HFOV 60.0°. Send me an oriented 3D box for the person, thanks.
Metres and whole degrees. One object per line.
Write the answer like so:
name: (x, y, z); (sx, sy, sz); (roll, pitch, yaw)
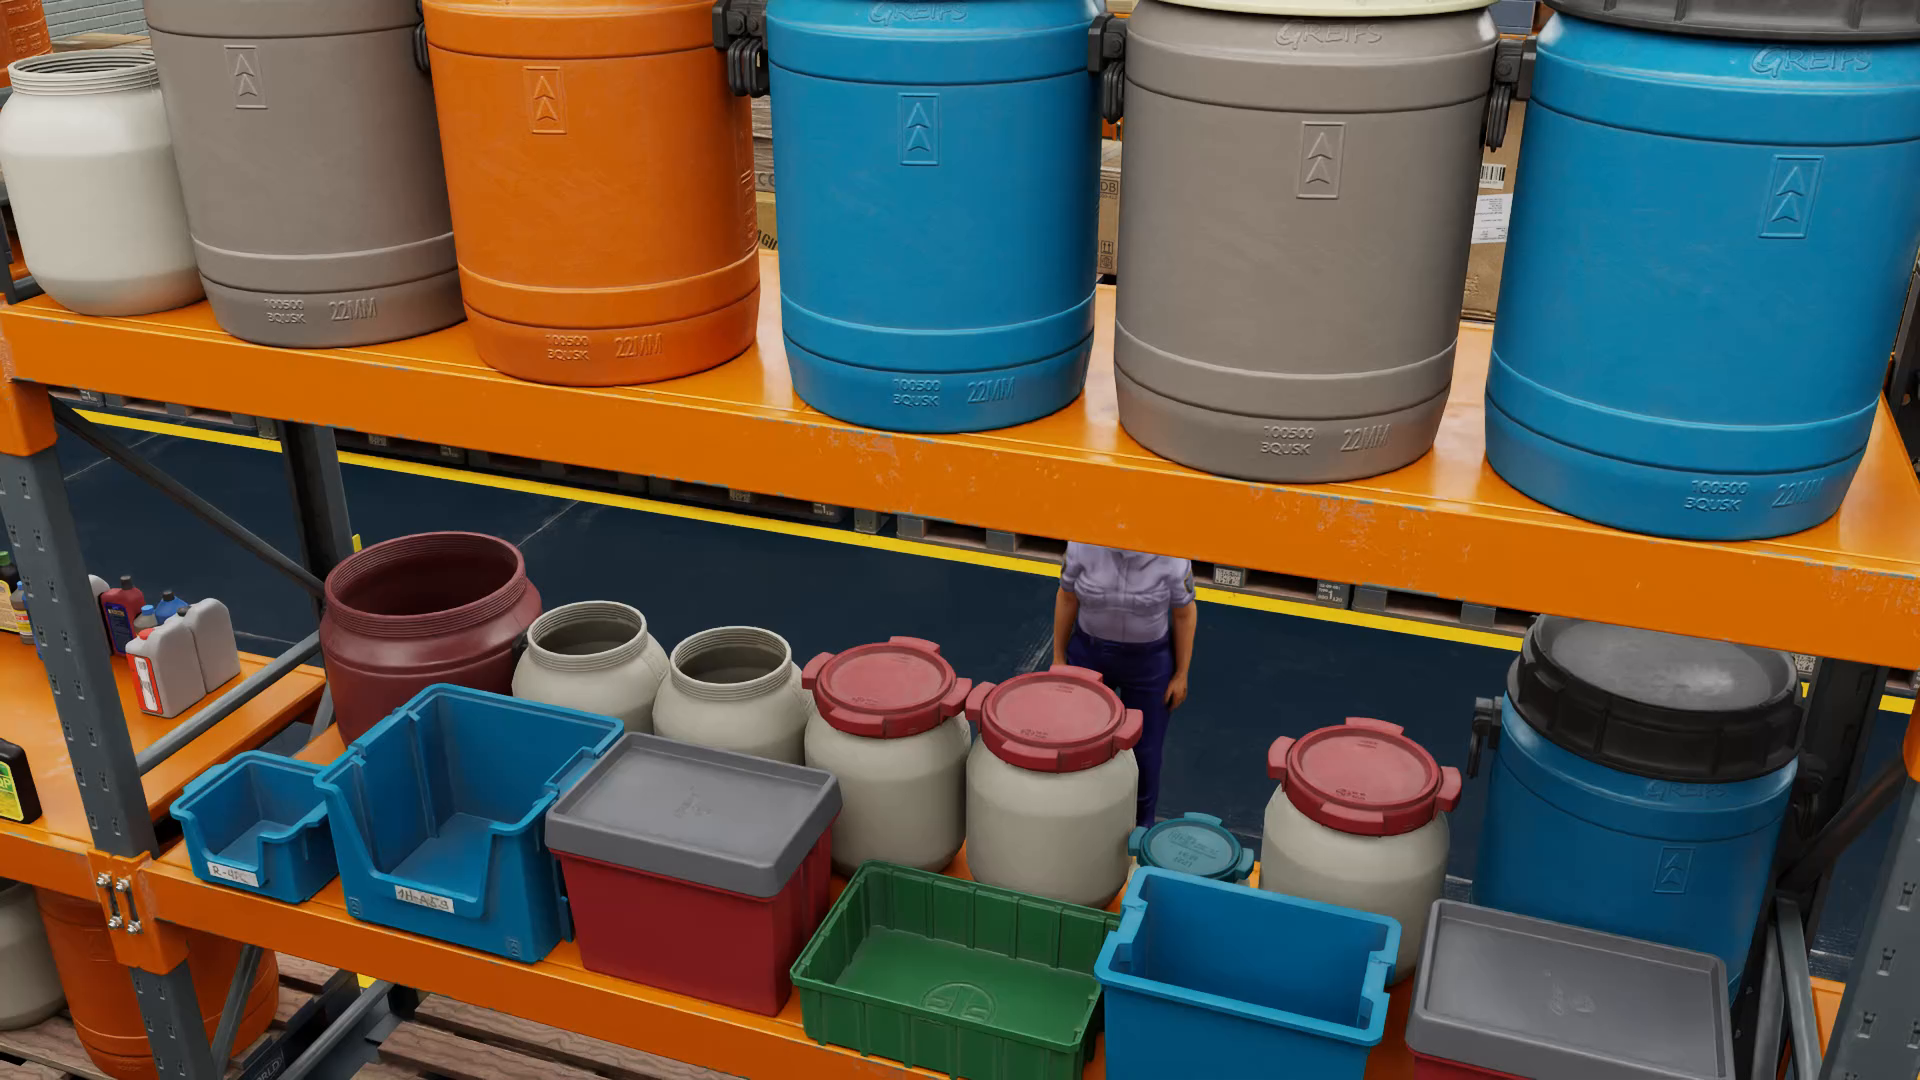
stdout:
person: (0.574, 0.486, 6.121); (0.548, 1.650, 0.424); (8, 27, 15)
